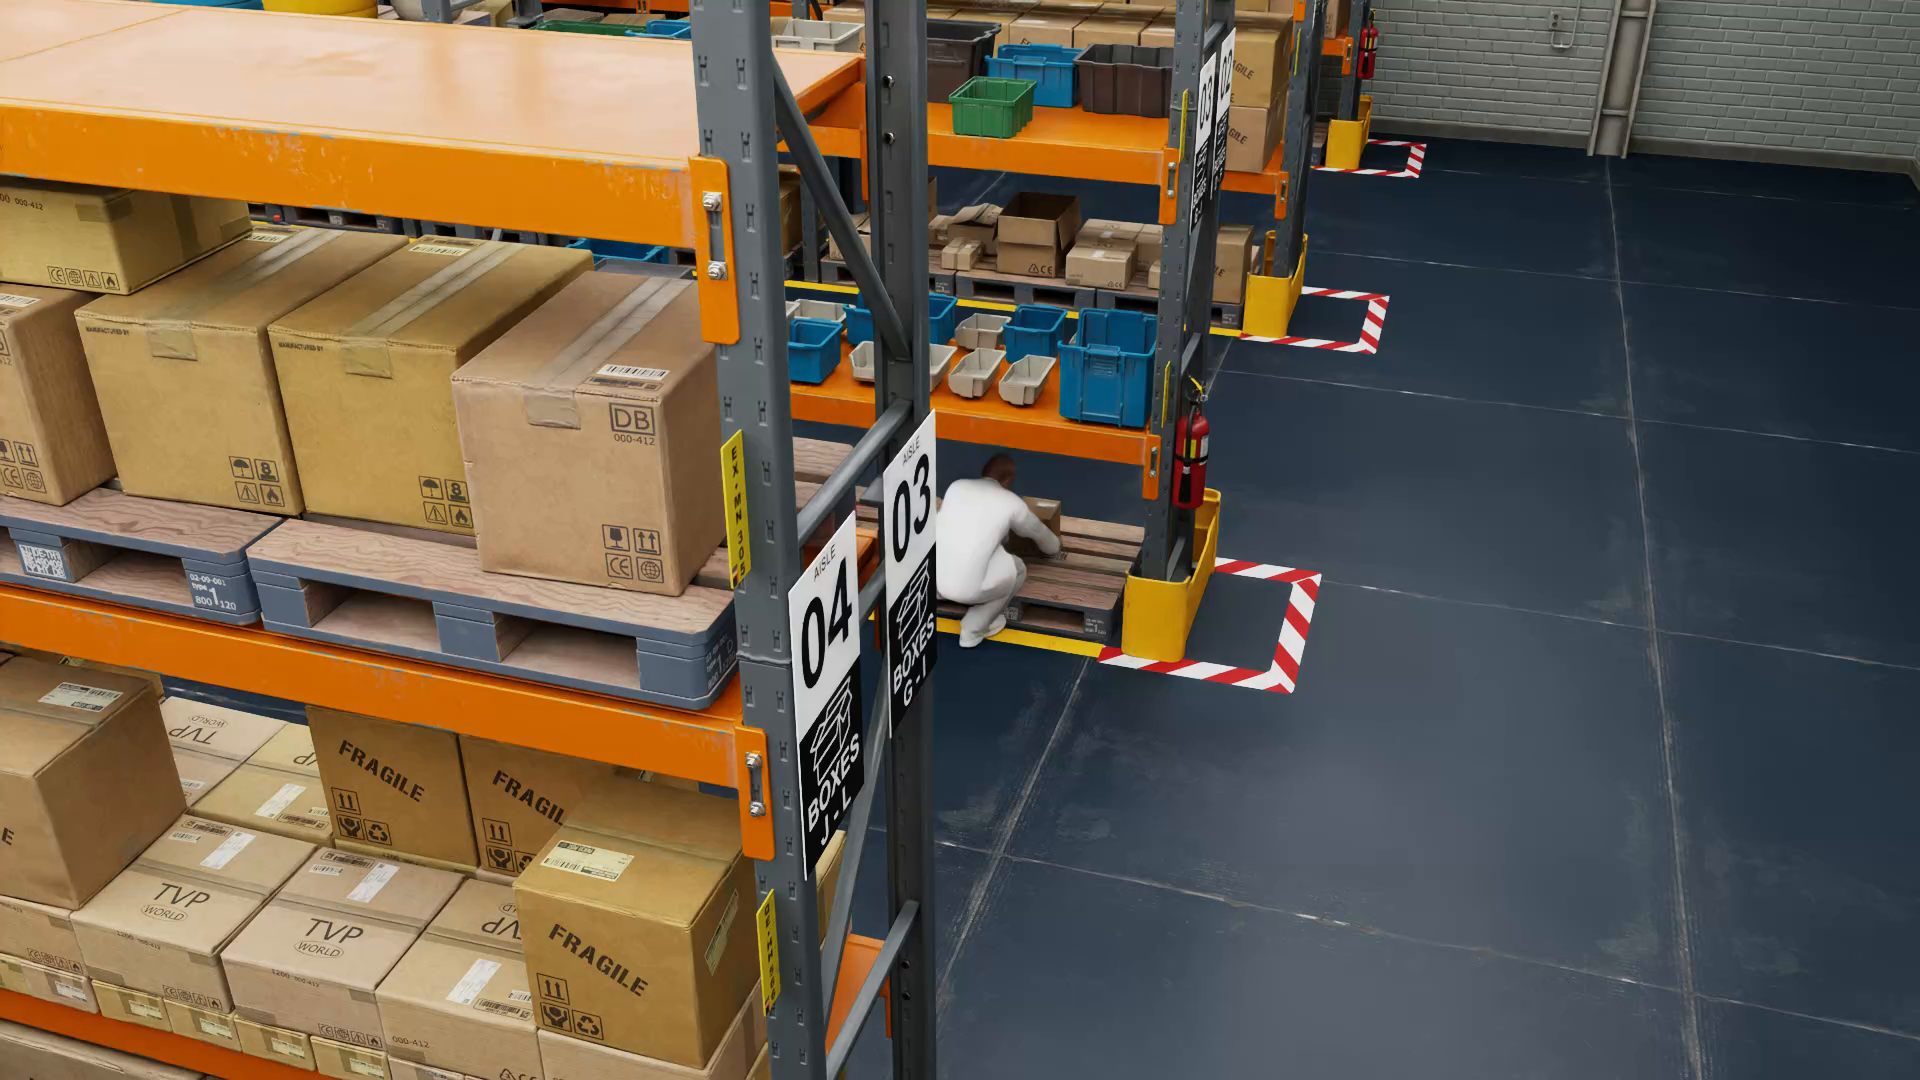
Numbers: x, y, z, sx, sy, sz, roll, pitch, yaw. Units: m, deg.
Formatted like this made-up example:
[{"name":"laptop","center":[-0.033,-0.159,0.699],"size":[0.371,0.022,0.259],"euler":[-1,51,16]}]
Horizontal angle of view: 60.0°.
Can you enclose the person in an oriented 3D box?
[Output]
[{"name":"person","center":[0.168,0.016,9.455],"size":[0.591,0.861,1.131],"euler":[18,34,30]}]
